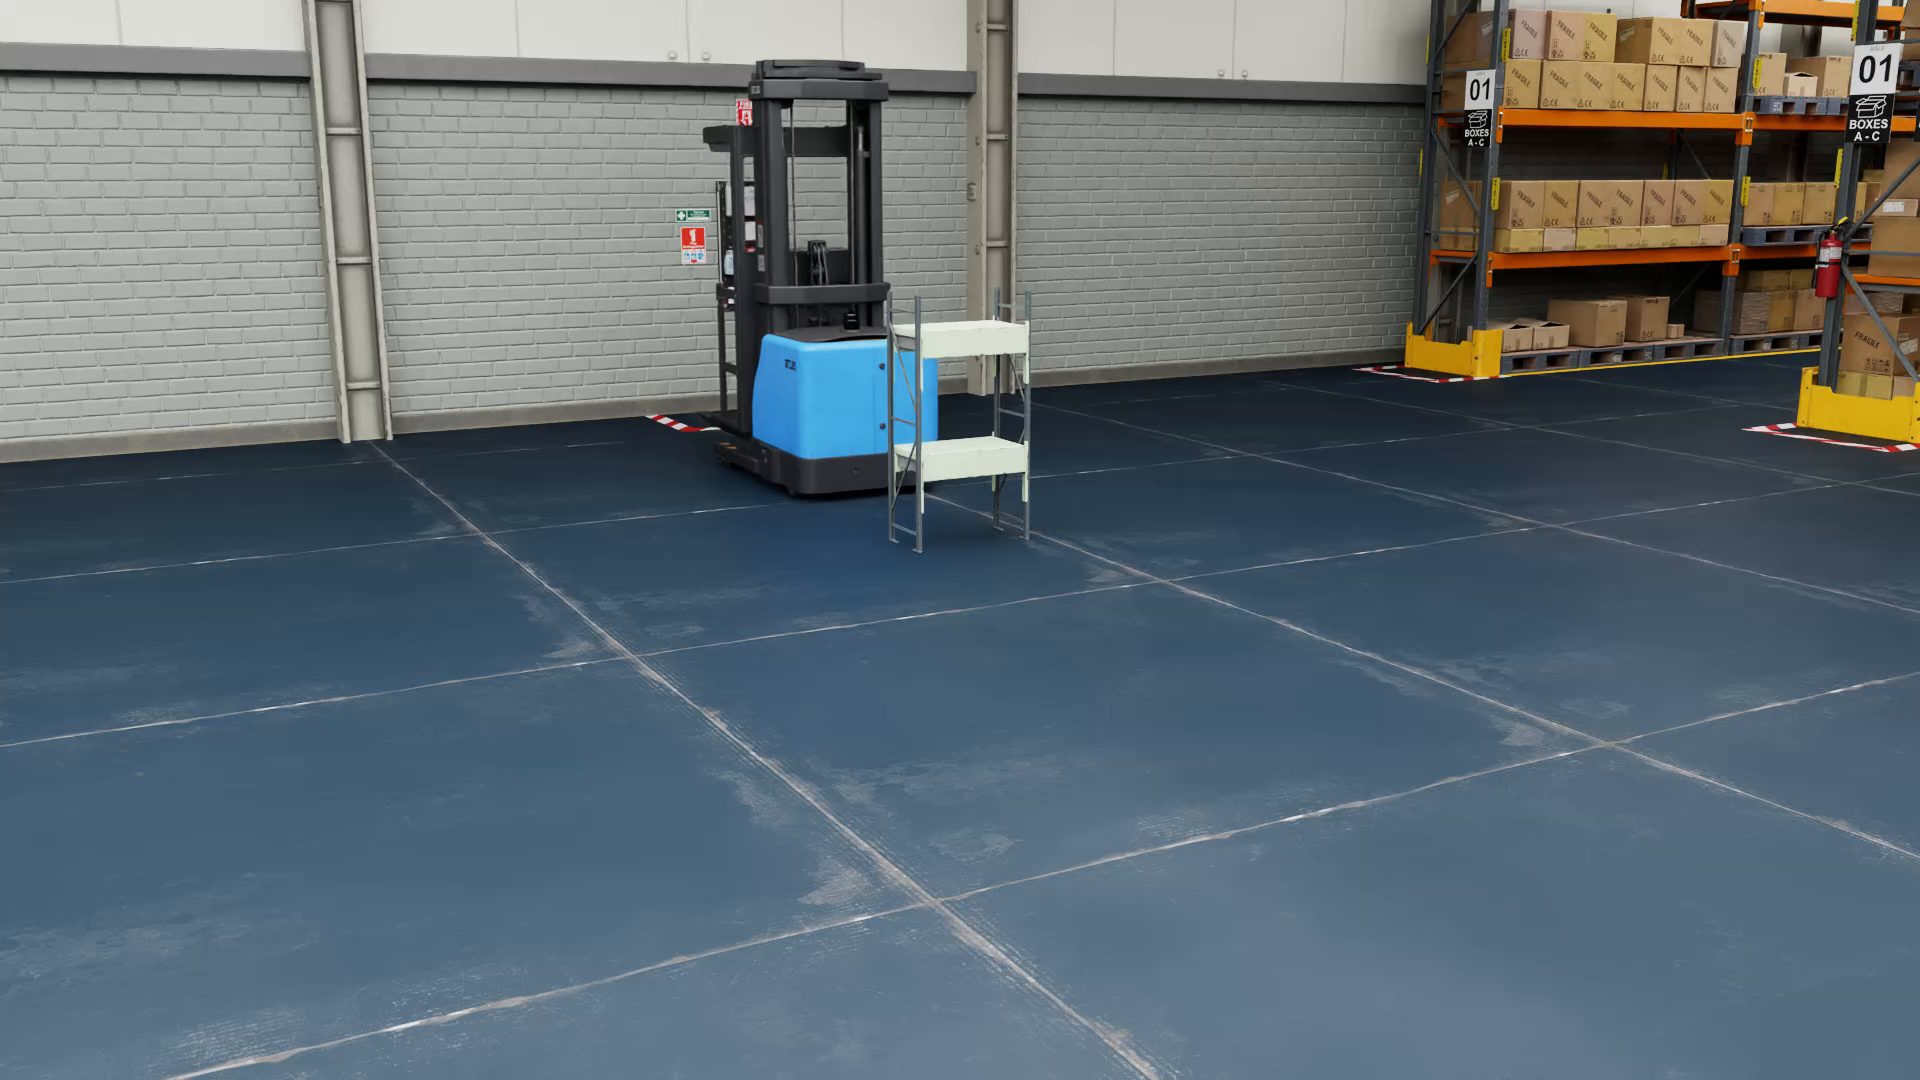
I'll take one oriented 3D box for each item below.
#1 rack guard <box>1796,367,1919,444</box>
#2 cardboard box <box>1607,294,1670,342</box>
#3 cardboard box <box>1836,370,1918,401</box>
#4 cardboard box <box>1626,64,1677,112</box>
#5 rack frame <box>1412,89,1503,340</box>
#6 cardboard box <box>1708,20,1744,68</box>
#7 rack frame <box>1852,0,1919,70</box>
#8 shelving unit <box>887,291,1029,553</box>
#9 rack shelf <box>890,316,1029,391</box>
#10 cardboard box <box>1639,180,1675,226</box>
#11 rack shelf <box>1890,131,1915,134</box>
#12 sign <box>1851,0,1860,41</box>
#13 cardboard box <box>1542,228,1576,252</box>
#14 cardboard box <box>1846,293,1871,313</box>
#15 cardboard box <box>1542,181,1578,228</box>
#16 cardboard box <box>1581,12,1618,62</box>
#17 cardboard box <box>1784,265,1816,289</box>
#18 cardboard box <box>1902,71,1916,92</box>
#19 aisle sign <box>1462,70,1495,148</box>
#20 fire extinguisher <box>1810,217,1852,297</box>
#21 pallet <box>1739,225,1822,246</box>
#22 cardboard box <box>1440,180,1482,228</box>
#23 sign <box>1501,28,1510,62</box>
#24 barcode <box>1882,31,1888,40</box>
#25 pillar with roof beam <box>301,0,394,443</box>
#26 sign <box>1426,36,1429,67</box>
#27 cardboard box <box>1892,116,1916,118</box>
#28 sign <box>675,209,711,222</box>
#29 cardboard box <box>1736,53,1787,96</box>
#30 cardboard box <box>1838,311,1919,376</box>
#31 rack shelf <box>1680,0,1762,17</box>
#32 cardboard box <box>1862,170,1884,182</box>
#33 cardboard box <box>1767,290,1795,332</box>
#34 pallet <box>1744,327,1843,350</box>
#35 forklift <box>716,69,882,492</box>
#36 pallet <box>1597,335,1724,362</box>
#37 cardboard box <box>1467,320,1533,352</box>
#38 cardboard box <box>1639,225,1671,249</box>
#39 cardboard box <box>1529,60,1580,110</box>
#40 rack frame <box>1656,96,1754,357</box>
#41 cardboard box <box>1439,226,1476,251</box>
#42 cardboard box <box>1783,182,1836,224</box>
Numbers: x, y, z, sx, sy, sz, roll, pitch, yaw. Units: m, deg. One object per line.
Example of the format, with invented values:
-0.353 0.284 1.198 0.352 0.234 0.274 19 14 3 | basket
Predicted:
7.732 -1.154 14.099 0.348 0.500 1.175 -7 14 -28 | rack guard
7.995 -2.630 19.653 0.500 0.500 0.500 -8 15 -32 | cardboard box
8.082 -1.353 14.596 0.500 0.250 0.500 -7 14 -28 | cardboard box
7.644 -5.056 18.639 0.500 0.500 0.500 -7 15 -30 | cardboard box
5.376 -3.331 18.076 0.127 3.000 1.000 -7 14 -28 | rack frame
8.578 -5.656 19.028 0.500 0.500 0.500 -8 15 -33 | cardboard box
7.753 -5.303 13.178 0.127 3.000 1.000 -7 14 -28 | rack frame
-0.009 -0.731 9.940 0.748 1.500 0.431 -7 14 -28 | shelving unit
-0.006 -1.112 9.856 0.720 0.370 0.431 -7 14 -28 | rack shelf
7.738 -3.840 18.928 0.500 0.500 0.500 -7 15 -29 | cardboard box
14.154 -5.495 22.501 4.000 0.370 1.077 -7 14 -28 | rack shelf
7.505 -4.339 13.890 0.005 0.325 0.100 -7 14 -28 | sign
6.406 -3.315 18.302 0.500 0.250 0.500 -7 15 -30 | cardboard box
11.283 -3.050 21.520 0.500 0.500 0.700 -7 14 -28 | cardboard box
6.378 -3.675 18.197 0.500 0.500 0.500 -7 14 -28 | cardboard box
6.740 -5.433 18.037 0.500 0.500 0.500 -6 14 -26 | cardboard box
10.812 -3.344 21.121 0.500 0.250 0.500 -7 14 -28 | cardboard box
12.788 -5.960 21.699 0.500 0.500 0.700 -8 15 -32 | cardboard box
5.457 -4.533 17.500 0.004 0.787 0.394 -7 14 -28 | aisle sign
7.427 -2.416 14.187 0.183 0.674 0.296 -7 14 -28 | fire extinguisher
9.628 -3.710 20.200 1.213 0.211 1.003 -7 14 -28 | pallet
5.688 -3.724 18.411 0.500 0.500 0.500 -7 14 -28 | cardboard box
5.636 -5.116 17.187 0.005 0.325 0.100 -7 14 -28 | sign
7.787 -4.248 13.997 0.075 0.075 0.001 -7 14 -28 | barcode
-2.894 -4.406 9.190 0.400 9.000 9.100 -7 14 -28 | pillar with roof beam
5.128 -5.335 18.135 0.005 0.325 0.100 -7 14 -28 | sign
11.896 -5.474 20.927 0.500 0.311 0.500 -7 14 -28 | cardboard box
-2.404 -2.923 14.979 0.331 0.109 0.001 -7 14 -28 | sign
9.406 -5.511 19.747 0.500 0.500 0.500 -5 13 -20 | cardboard box
8.081 -1.719 14.515 0.500 0.500 0.500 -7 14 -28 | cardboard box
7.132 -6.115 18.432 4.000 0.370 1.077 -7 14 -28 | rack shelf
11.835 -4.673 21.336 0.250 0.149 0.380 -10 16 -37 | cardboard box
9.955 -2.891 20.815 0.500 0.500 0.700 -7 15 -29 | cardboard box
10.642 -2.602 21.192 1.213 0.211 1.003 -7 14 -28 | pallet
8.537 -0.301 4.918 12.119 2.867 23.055 -6 14 -25 | forklift
8.315 -2.313 19.908 1.213 0.211 1.003 -7 14 -28 | pallet
6.027 -2.289 18.570 0.500 0.311 0.500 -9 15 -34 | cardboard box
7.741 -3.473 19.005 0.500 0.250 0.500 -7 14 -28 | cardboard box
6.278 -4.889 17.897 0.500 0.500 0.500 -6 14 -24 | cardboard box
8.887 -3.751 19.946 0.127 3.000 1.000 -7 14 -28 | rack frame
5.694 -3.354 18.475 0.500 0.250 0.500 -7 14 -27 | cardboard box
10.407 -4.194 20.685 0.500 0.500 0.700 -5 14 -20 | cardboard box
